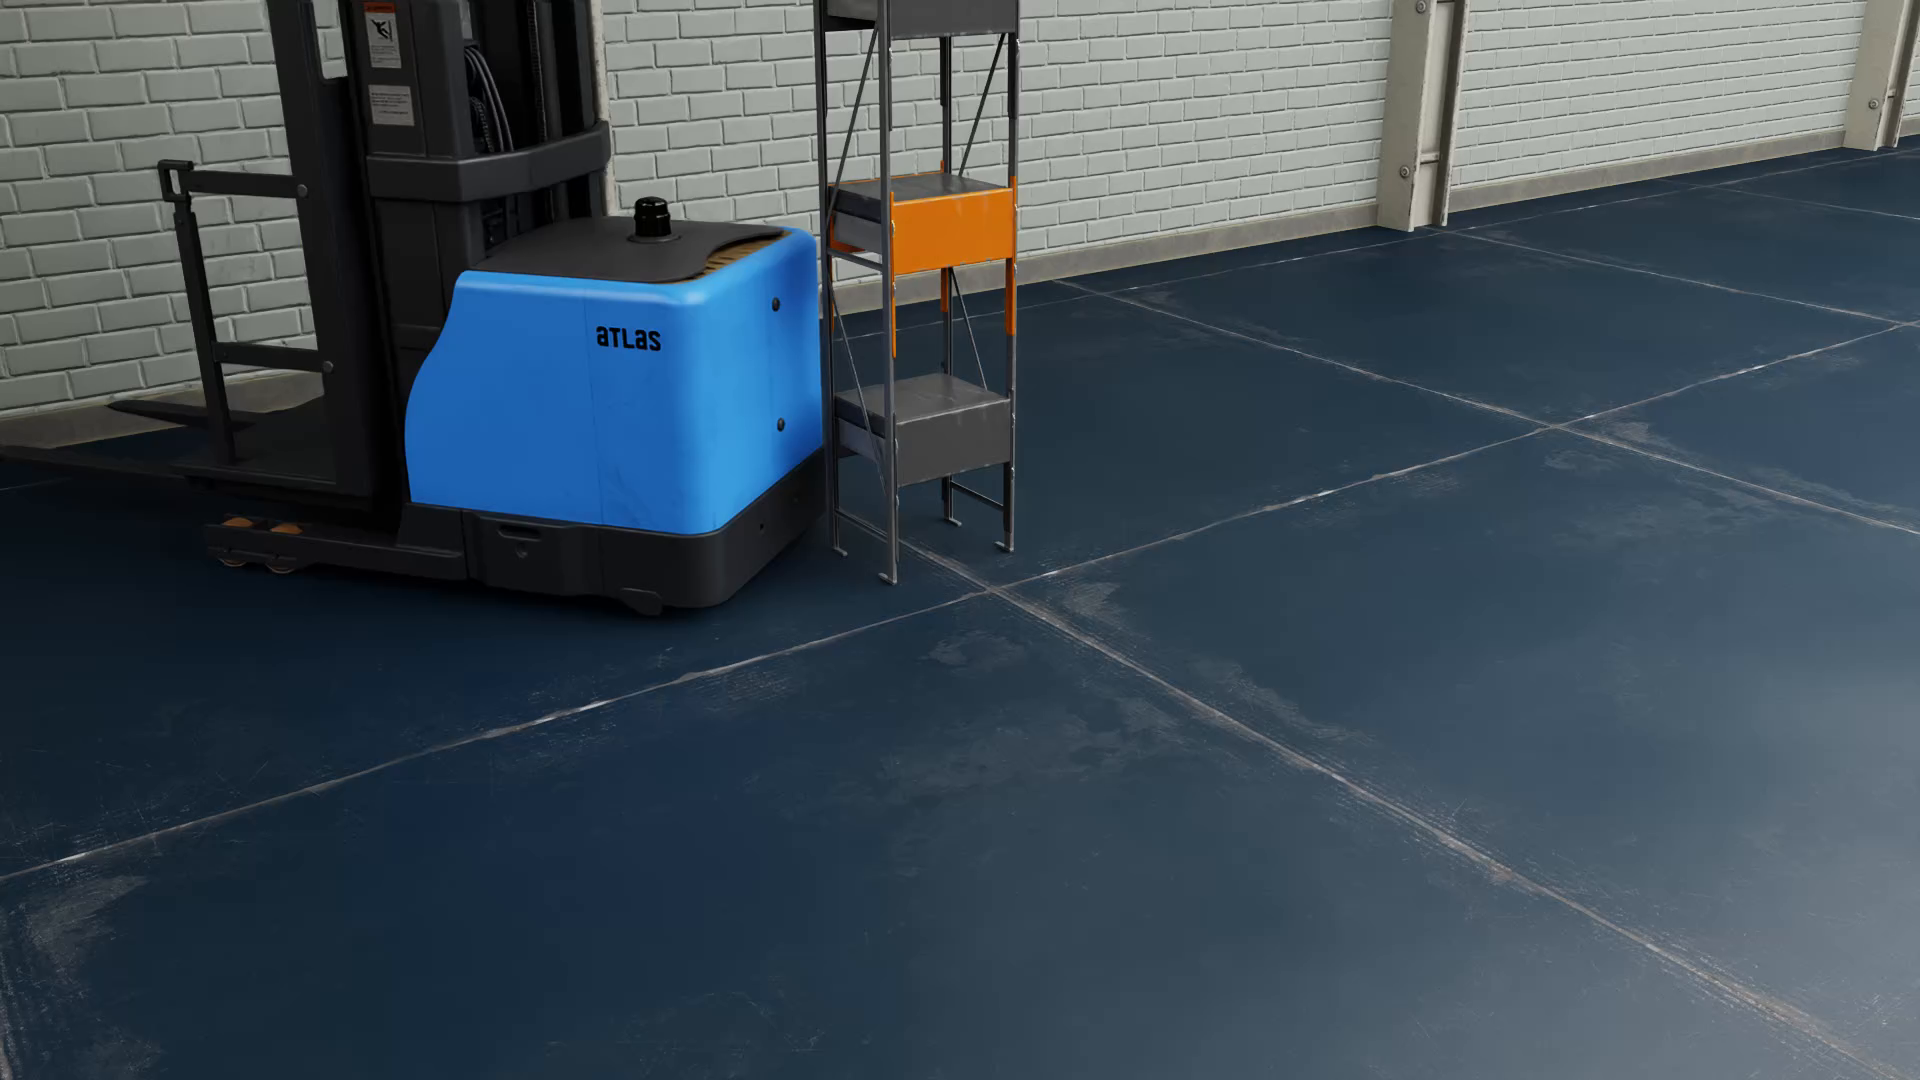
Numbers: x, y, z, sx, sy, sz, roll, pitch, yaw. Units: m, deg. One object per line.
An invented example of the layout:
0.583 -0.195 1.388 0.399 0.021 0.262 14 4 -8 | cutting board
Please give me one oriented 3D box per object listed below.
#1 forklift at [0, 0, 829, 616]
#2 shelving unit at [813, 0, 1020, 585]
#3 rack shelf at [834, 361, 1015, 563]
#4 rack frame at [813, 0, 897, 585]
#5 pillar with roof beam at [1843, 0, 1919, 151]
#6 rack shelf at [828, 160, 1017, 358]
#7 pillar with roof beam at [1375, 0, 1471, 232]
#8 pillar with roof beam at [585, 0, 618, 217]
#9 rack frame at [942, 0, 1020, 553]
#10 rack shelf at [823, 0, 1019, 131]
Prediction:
-2.048 -1.425 5.513 3.031 2.935 1.130 7 23 16 | forklift
-0.134 -0.939 5.417 0.503 2.100 0.431 -15 26 -33 | shelving unit
-0.134 -0.277 5.682 0.480 0.518 0.431 -15 26 -33 | rack shelf
-0.332 -0.887 5.285 0.015 2.100 0.400 -15 26 -33 | rack frame
10.424 -6.313 9.575 0.400 9.000 9.100 -15 26 -33 | pillar with roof beam
-0.134 -0.927 5.422 0.480 0.518 0.431 -15 26 -33 | rack shelf
5.554 -5.014 6.320 0.400 9.000 9.100 -15 26 -33 | pillar with roof beam
0.683 -3.716 3.066 0.400 9.000 9.100 -15 26 -33 | pillar with roof beam
0.064 -0.992 5.550 0.015 2.100 0.400 -15 26 -33 | rack frame
-0.134 -1.577 5.163 0.480 0.518 0.431 -15 26 -33 | rack shelf
